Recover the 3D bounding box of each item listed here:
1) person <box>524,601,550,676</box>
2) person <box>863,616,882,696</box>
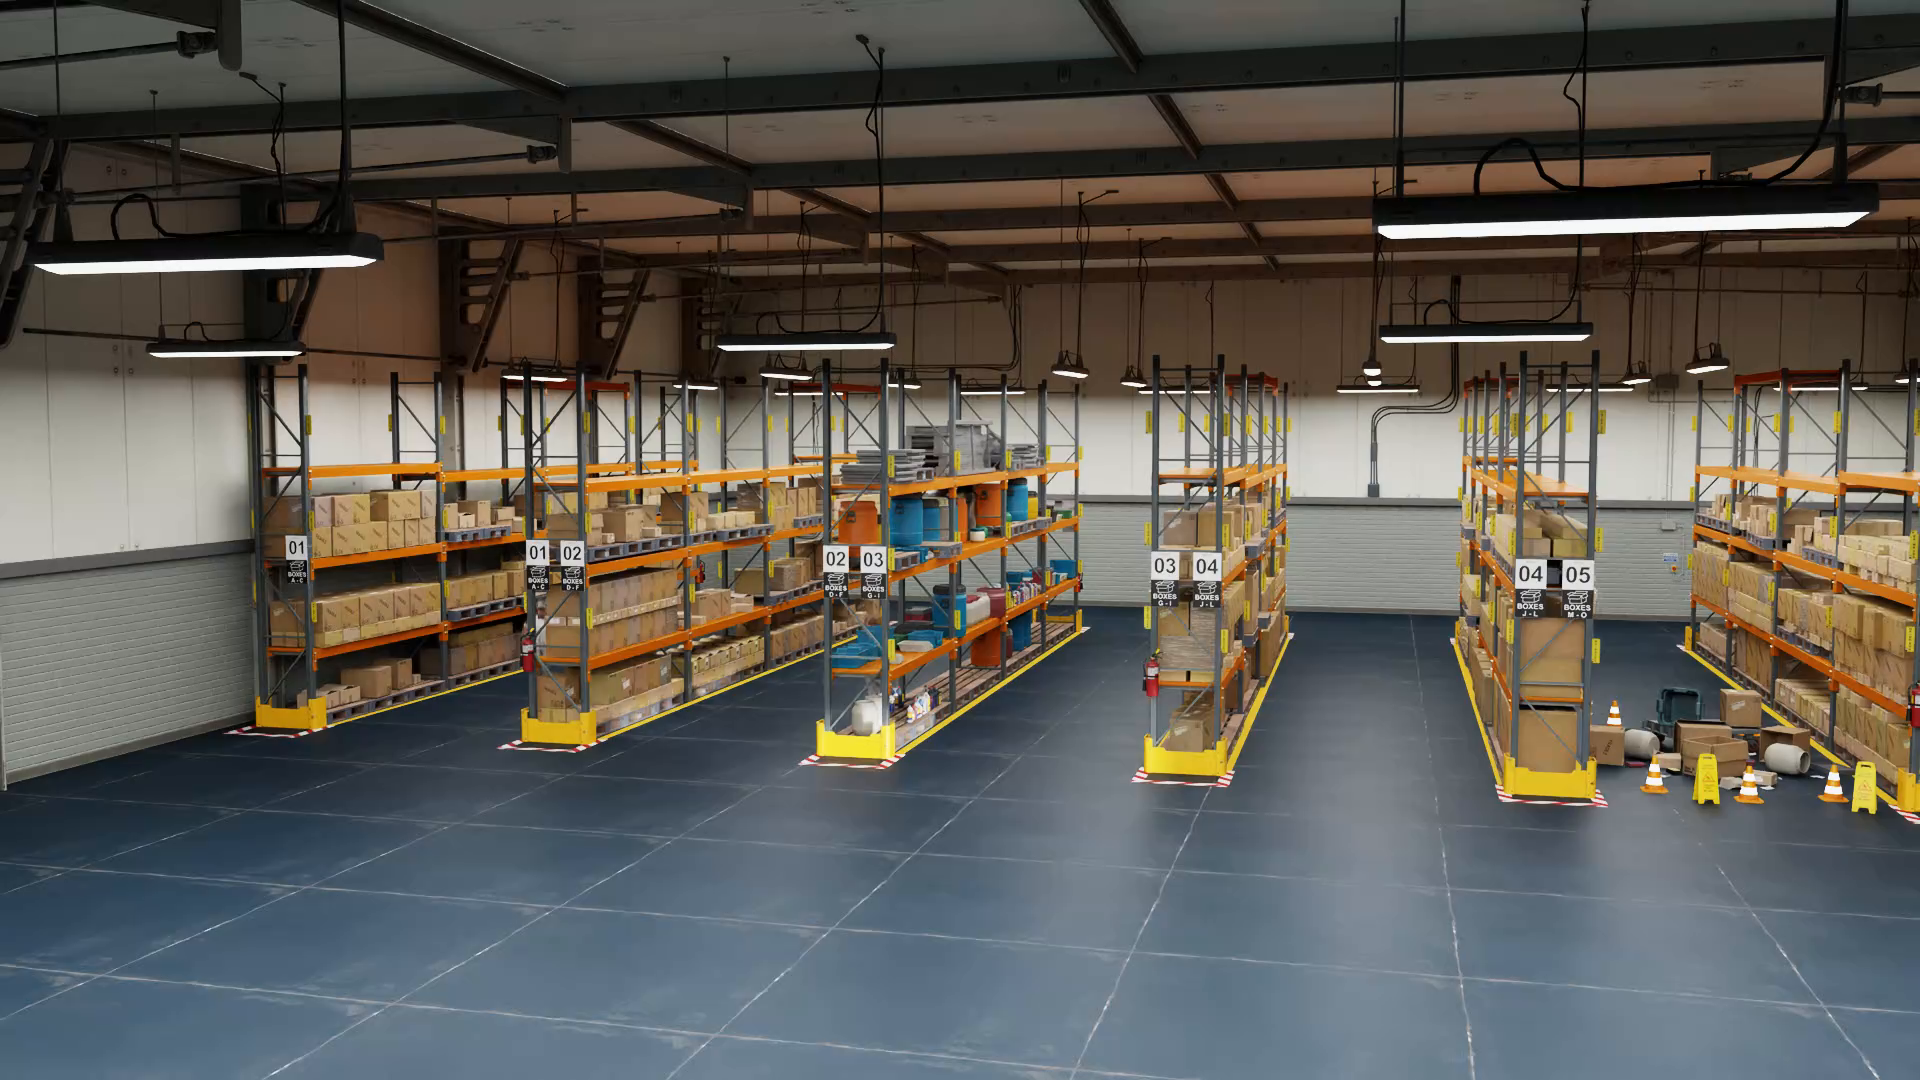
[{"bbox_3d":[-7.805,2.017,30.922,0.605,1.805,0.848,-1,4,-12],"label":"person"},{"bbox_3d":[-1.556,2.143,29.990,0.538,1.585,0.603,-1,4,-18],"label":"person"}]
